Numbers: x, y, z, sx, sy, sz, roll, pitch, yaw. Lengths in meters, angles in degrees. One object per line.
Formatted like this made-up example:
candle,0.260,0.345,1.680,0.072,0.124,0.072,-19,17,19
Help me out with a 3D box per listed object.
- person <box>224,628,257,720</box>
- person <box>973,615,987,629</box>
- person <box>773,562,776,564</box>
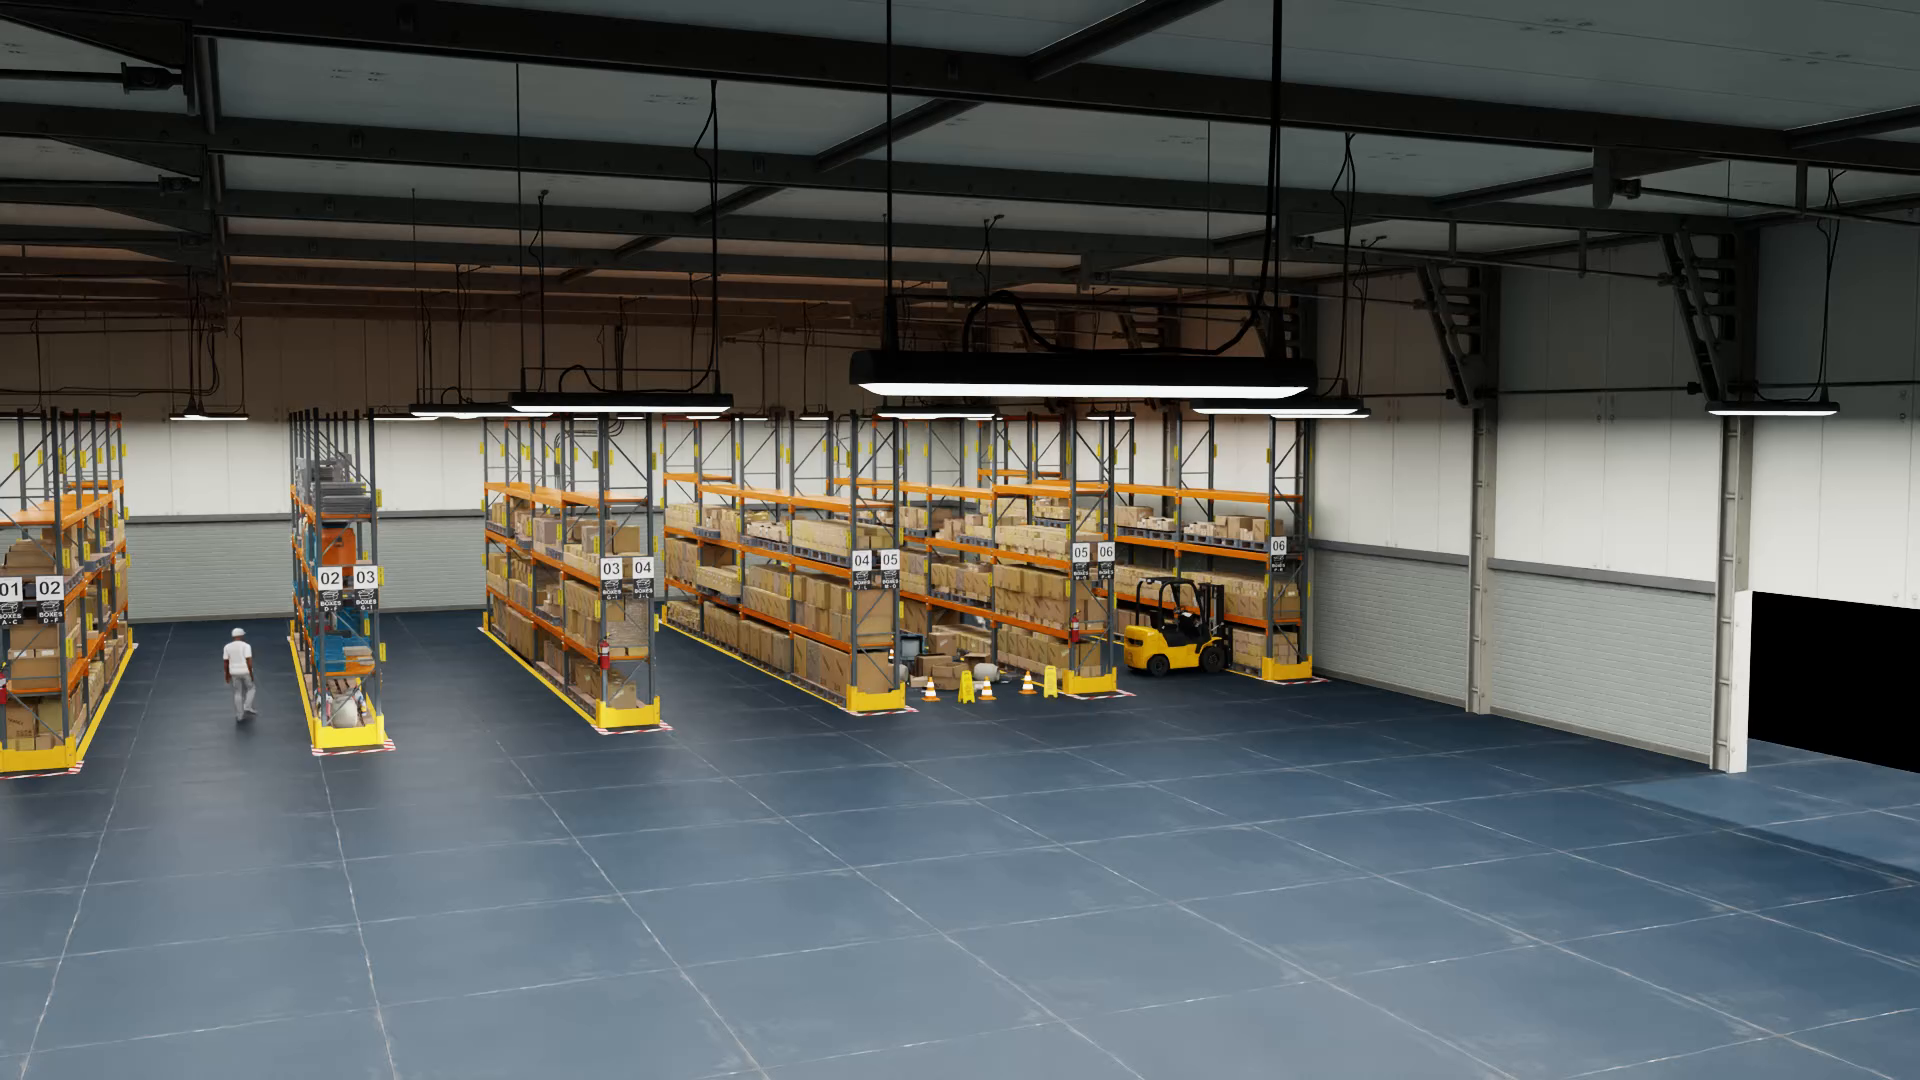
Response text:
person,-13.932,2.586,32.169,0.600,1.752,0.521,-1,4,-14
person,0.581,1.697,45.068,0.660,1.763,0.634,4,5,42
person,-5.203,1.526,47.699,0.429,1.818,0.623,1,4,17
